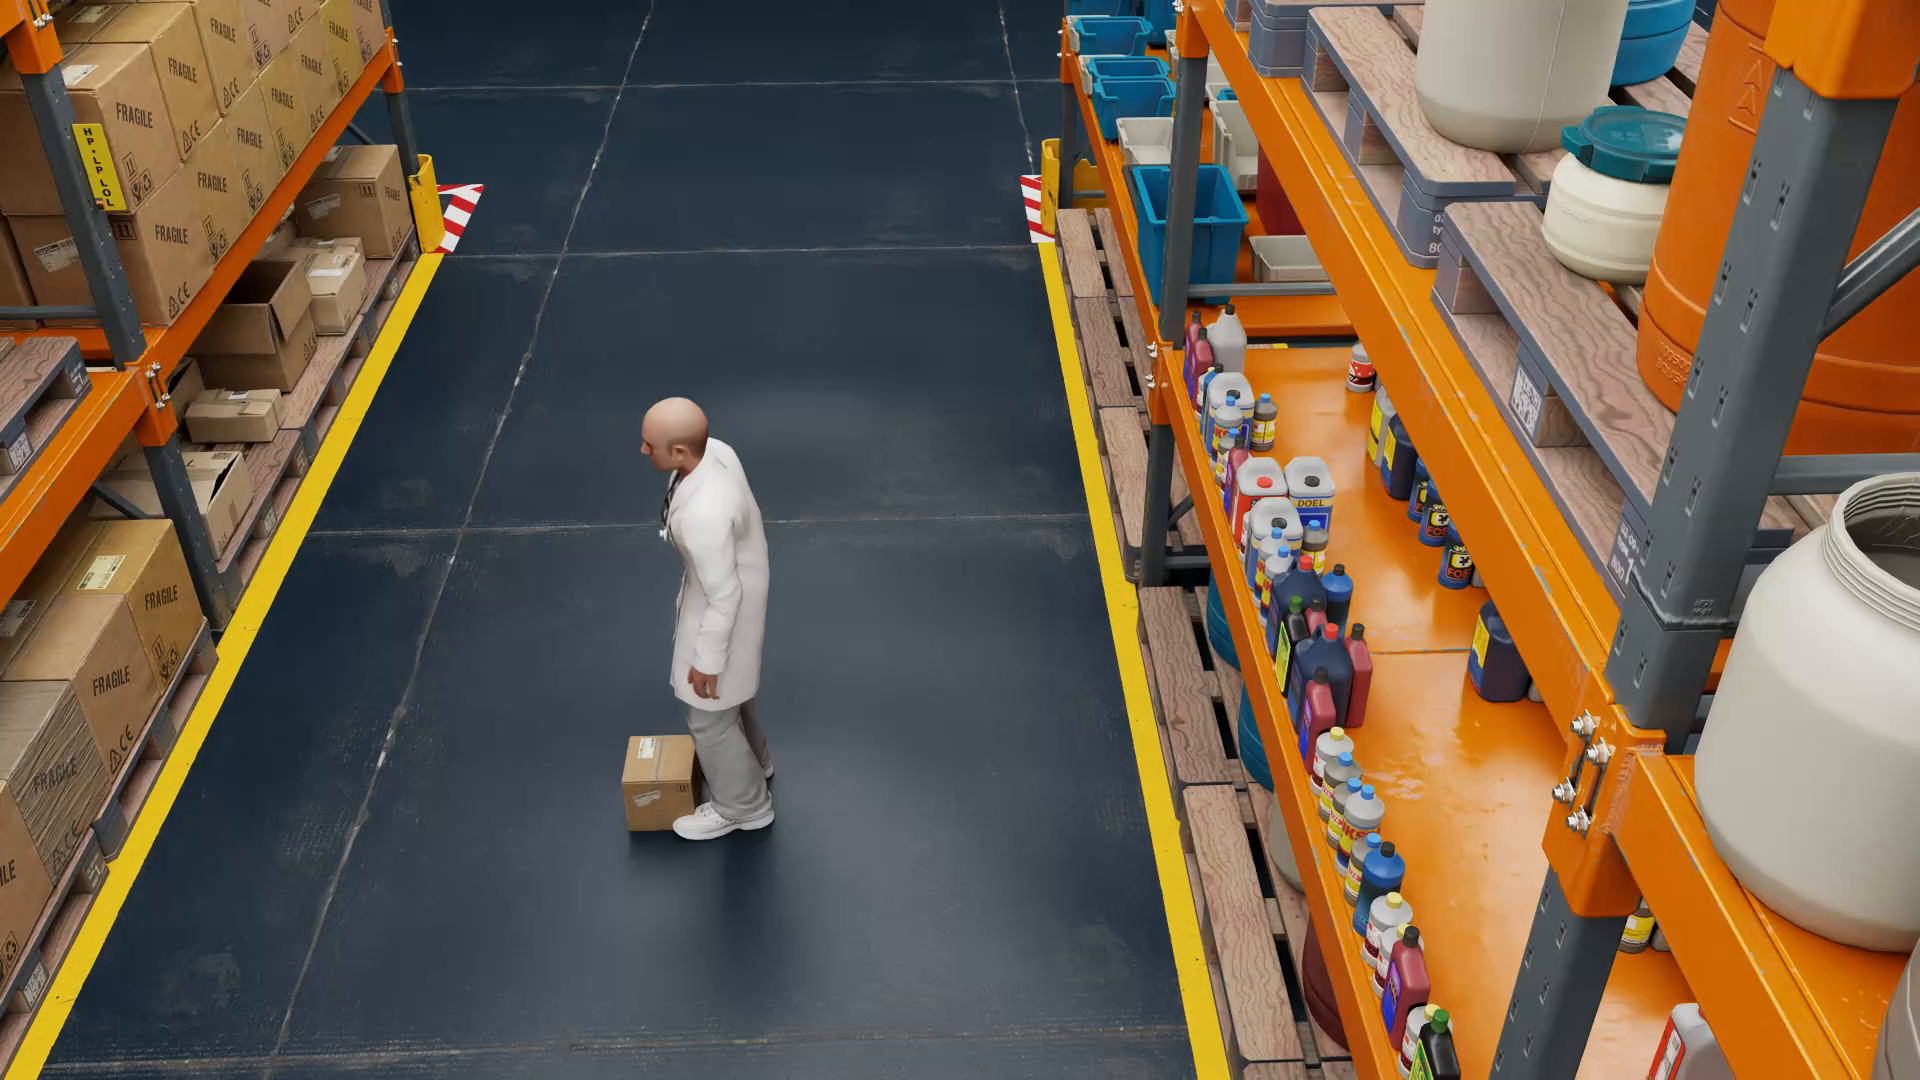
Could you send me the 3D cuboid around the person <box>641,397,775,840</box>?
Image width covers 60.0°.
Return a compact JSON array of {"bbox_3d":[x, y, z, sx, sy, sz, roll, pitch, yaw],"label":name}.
[{"bbox_3d":[-0.860,0.275,5.762,0.425,1.774,0.653,-3,35,-5],"label":"person"}]
